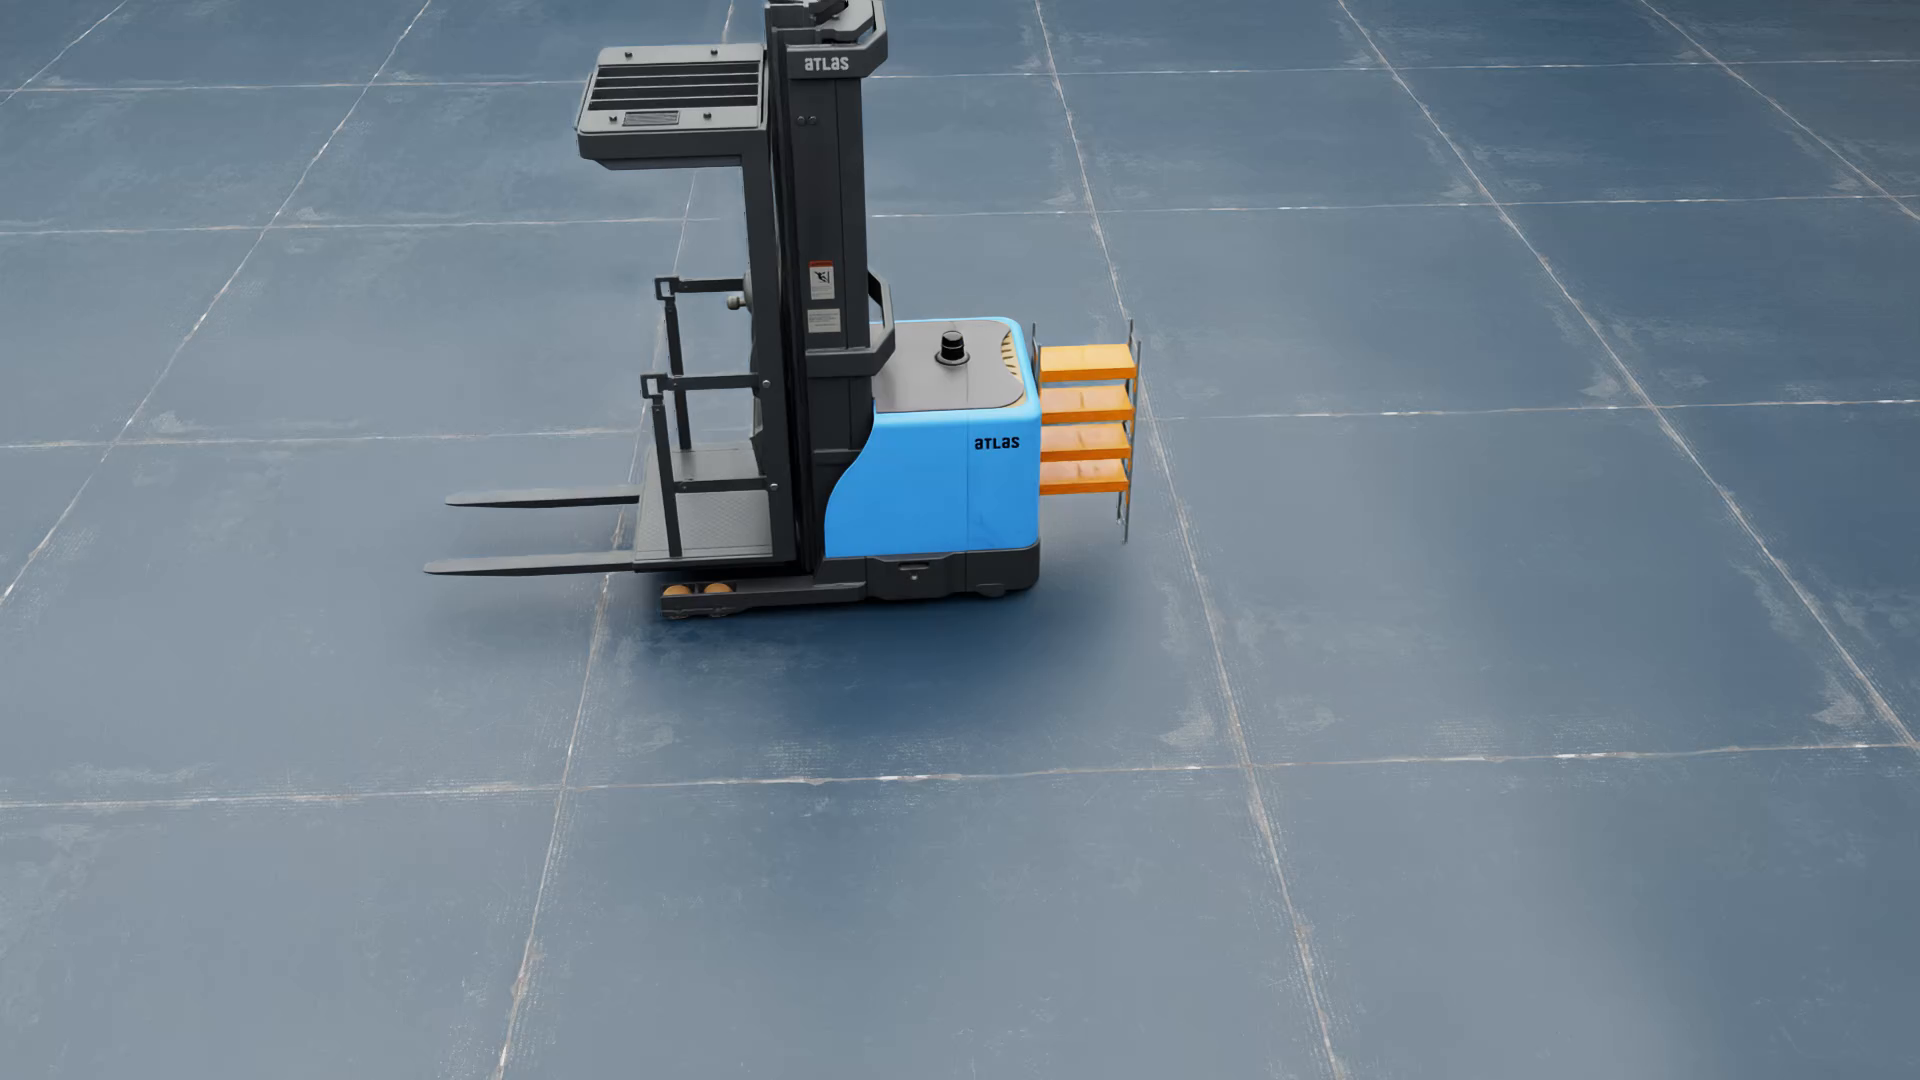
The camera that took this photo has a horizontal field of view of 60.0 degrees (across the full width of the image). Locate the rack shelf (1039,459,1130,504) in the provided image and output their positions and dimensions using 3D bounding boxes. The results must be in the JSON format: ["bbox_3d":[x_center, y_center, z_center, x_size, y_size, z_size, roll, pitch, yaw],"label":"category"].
[{"bbox_3d":[0.616,-0.307,8.607,0.480,0.148,0.258,-3,35,-4],"label":"rack shelf"}]

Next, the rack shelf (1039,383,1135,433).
[{"bbox_3d":[0.616,-0.654,8.367,0.480,0.148,0.258,-3,35,-4],"label":"rack shelf"}]

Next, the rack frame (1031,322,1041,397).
[{"bbox_3d":[0.373,-0.514,8.438,0.015,1.200,0.240,-3,35,-4],"label":"rack frame"}]

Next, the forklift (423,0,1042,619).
[{"bbox_3d":[-1.148,-1.131,7.808,3.031,2.935,1.130,-3,35,-4],"label":"forklift"}]

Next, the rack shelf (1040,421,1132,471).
[{"bbox_3d":[0.616,-0.471,8.494,0.480,0.148,0.258,-3,35,-4],"label":"rack shelf"}]

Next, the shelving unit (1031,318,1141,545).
[{"bbox_3d":[0.616,-0.526,8.456,0.503,1.200,0.258,-3,35,-4],"label":"shelving unit"}]

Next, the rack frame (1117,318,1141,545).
[{"bbox_3d":[0.859,-0.538,8.473,0.015,1.200,0.240,-3,35,-4],"label":"rack frame"}]

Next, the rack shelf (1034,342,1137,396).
[{"bbox_3d":[0.616,-0.849,8.232,0.480,0.148,0.258,-3,35,-4],"label":"rack shelf"}]
